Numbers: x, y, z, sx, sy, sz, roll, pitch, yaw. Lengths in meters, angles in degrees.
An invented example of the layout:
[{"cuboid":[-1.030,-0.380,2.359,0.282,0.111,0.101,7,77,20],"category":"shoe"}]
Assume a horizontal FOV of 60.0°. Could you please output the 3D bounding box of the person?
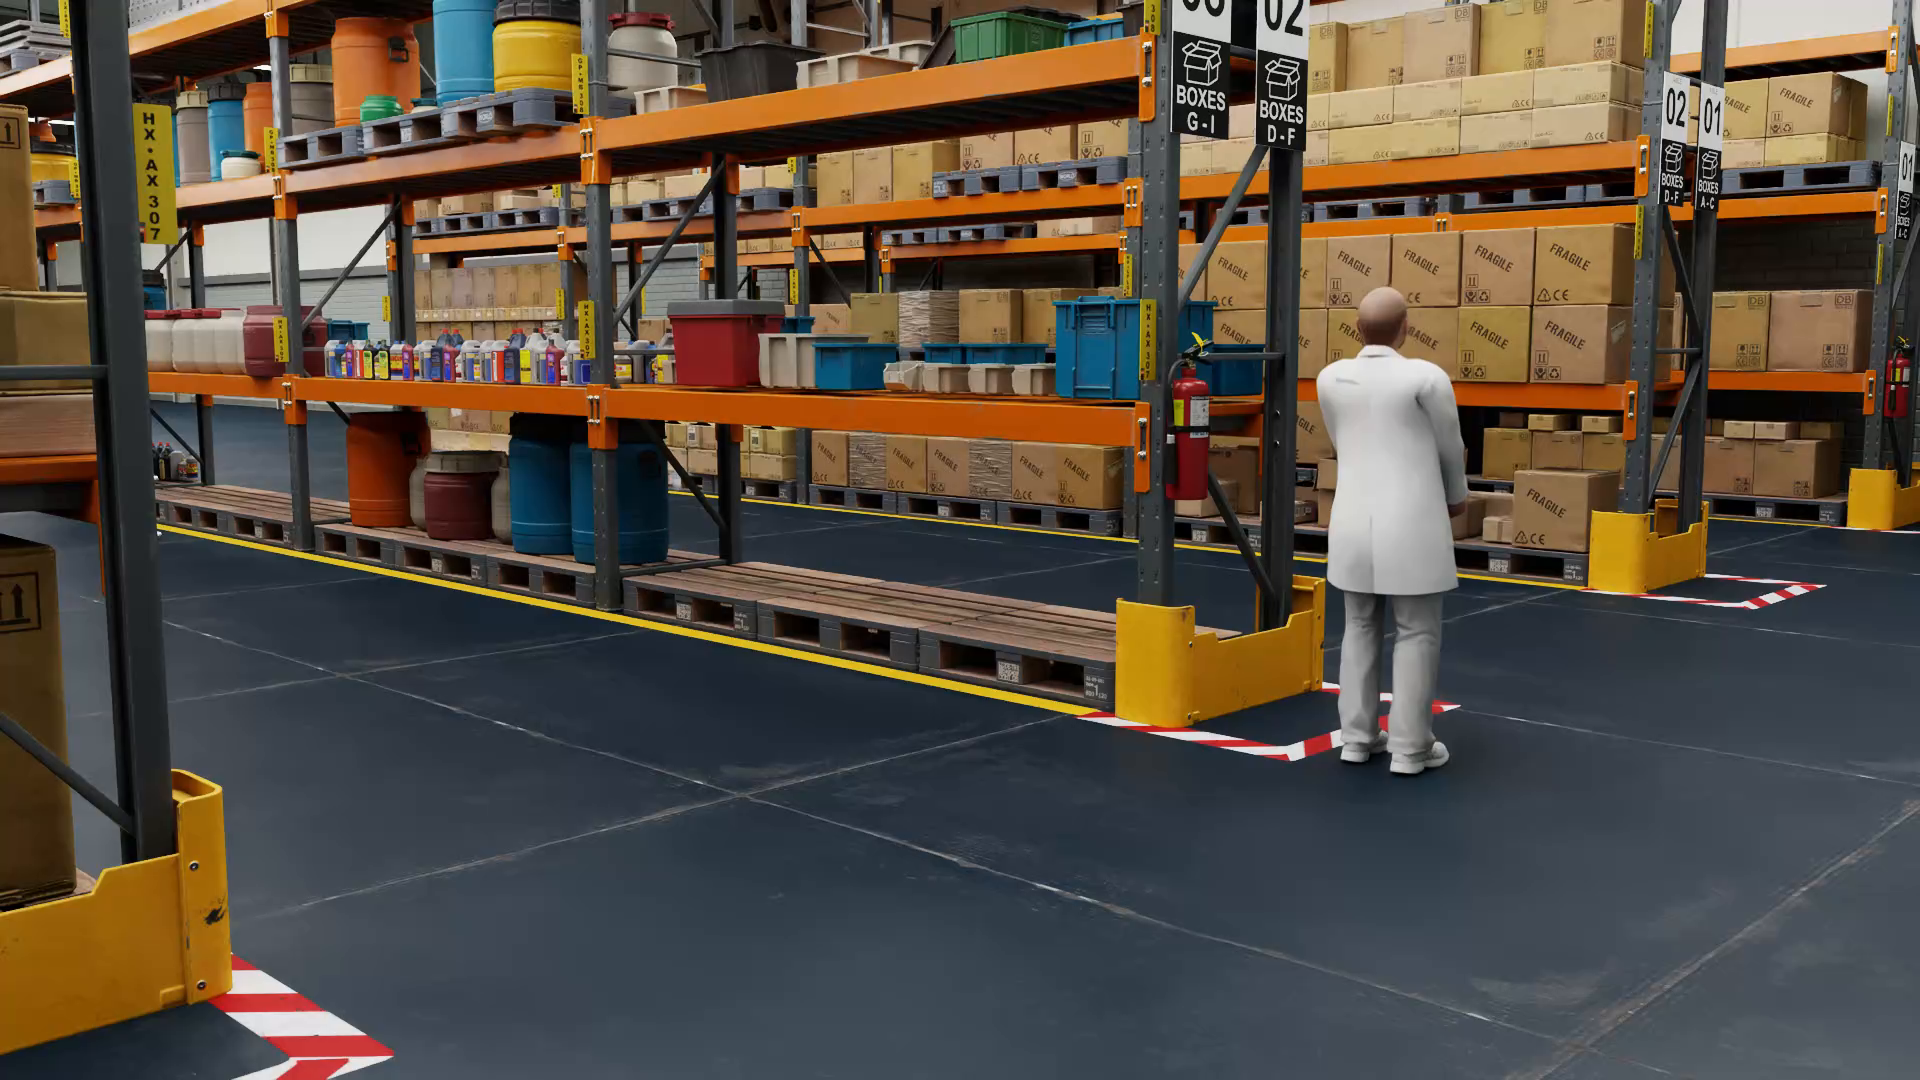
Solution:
[{"cuboid":[1.638,-0.048,6.230,0.531,1.769,0.563,5,9,38],"category":"person"}]
